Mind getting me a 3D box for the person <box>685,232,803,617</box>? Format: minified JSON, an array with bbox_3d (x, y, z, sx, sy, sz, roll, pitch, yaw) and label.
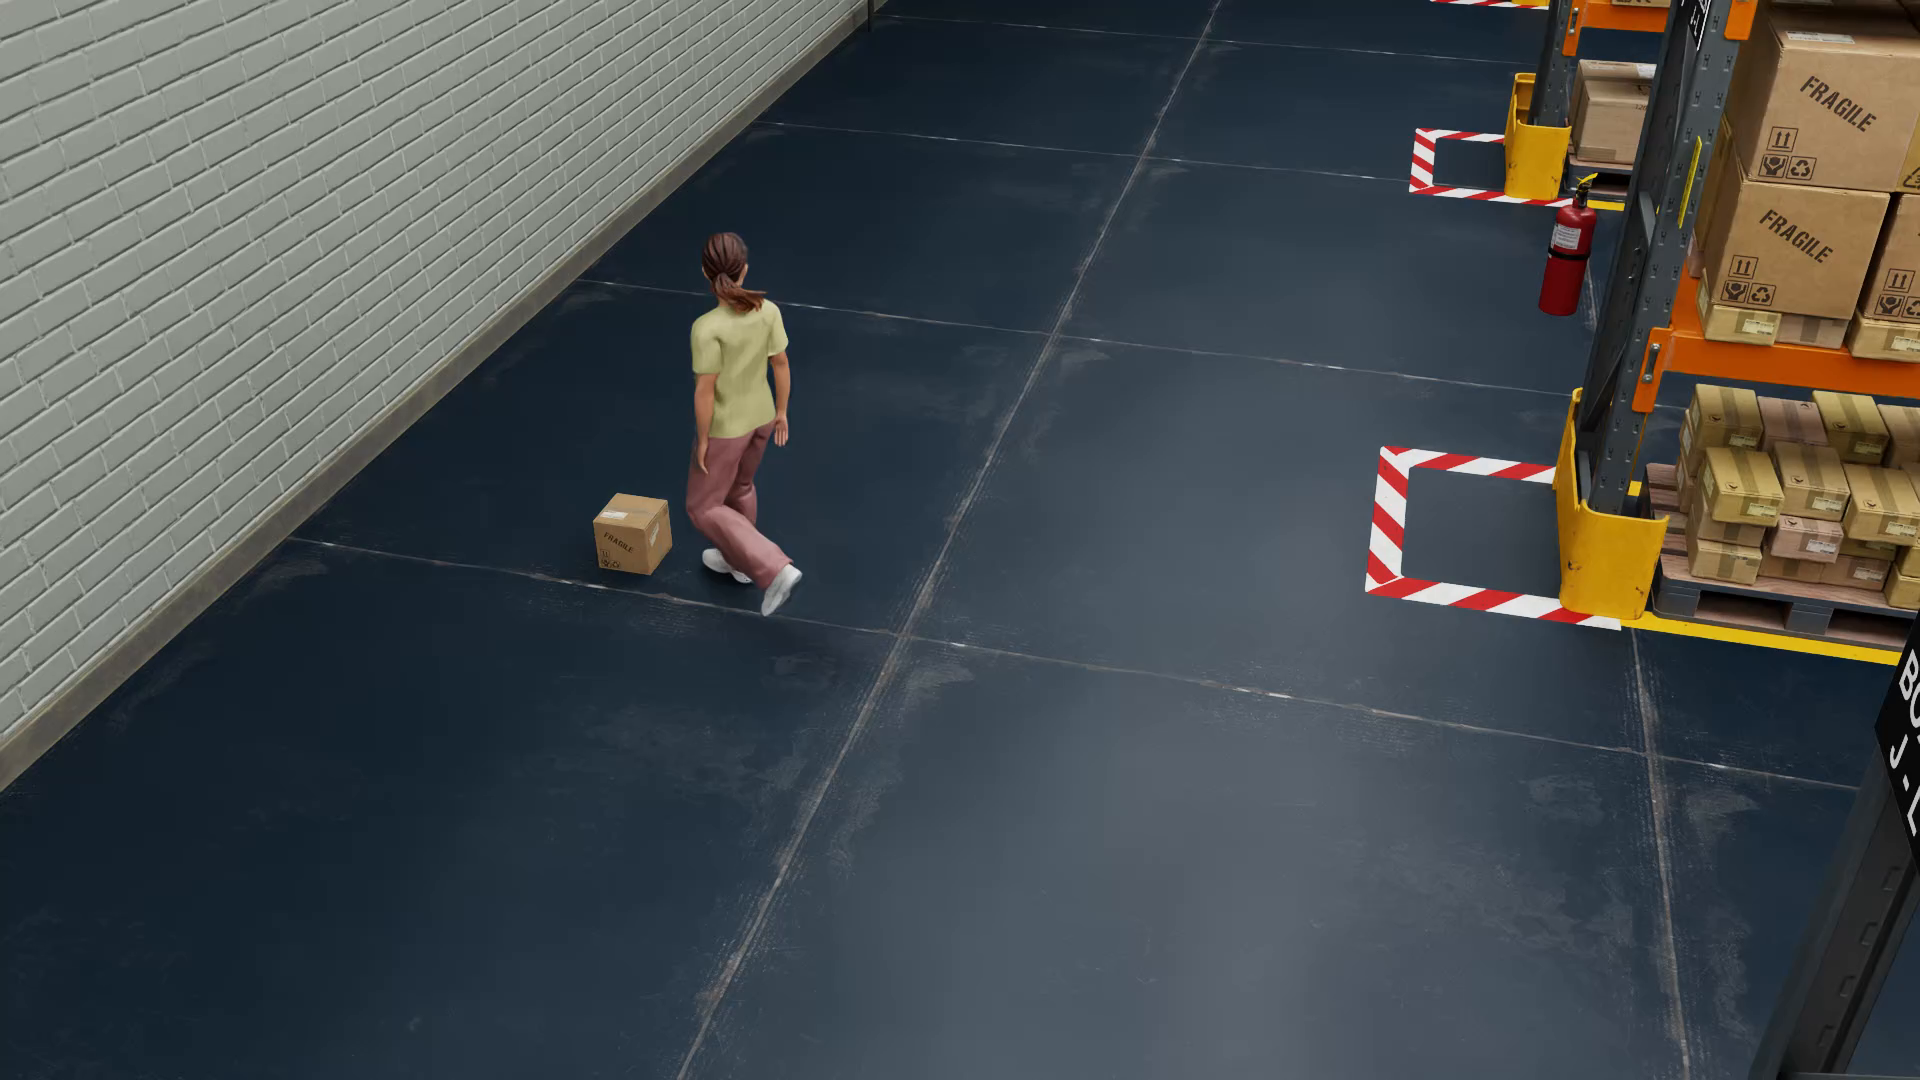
[{"bbox_3d":[-0.895,-0.459,6.827,0.750,1.661,0.466,25,41,33],"label":"person"}]
